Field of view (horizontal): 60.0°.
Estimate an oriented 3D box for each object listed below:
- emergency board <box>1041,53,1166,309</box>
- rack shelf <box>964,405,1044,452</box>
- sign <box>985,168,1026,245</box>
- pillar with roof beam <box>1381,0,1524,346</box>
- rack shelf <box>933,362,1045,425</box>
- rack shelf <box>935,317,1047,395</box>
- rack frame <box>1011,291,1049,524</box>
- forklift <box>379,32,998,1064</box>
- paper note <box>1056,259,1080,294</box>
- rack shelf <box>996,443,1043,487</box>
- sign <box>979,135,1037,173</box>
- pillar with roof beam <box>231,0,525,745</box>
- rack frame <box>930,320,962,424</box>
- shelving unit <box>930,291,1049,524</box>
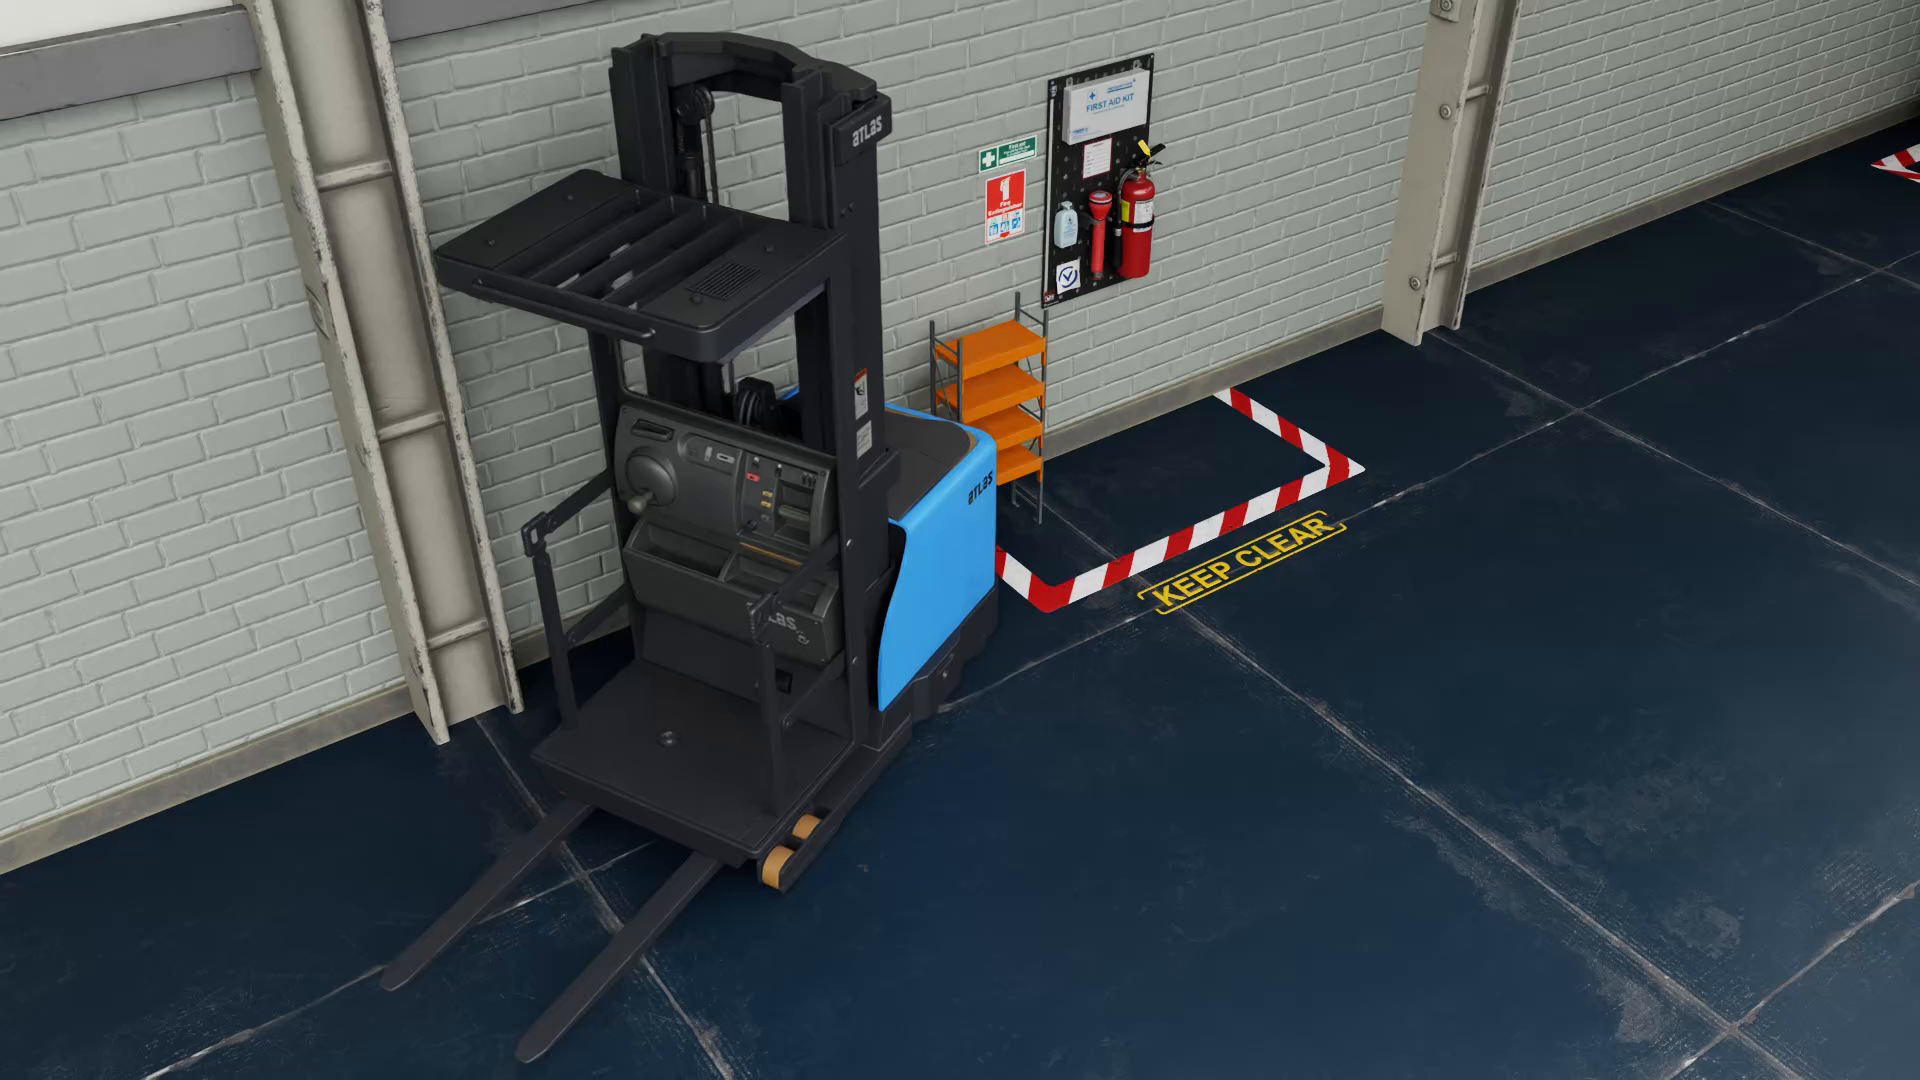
[{"bbox_3d":[0.724,-1.693,8.034,0.643,1.169,0.194,-22,41,-28],"label":"emergency board"},{"bbox_3d":[0.135,-0.488,8.016,0.480,0.148,0.258,-22,41,-28],"label":"rack shelf"},{"bbox_3d":[0.213,-1.570,7.834,0.234,0.329,0.001,-22,41,-28],"label":"sign"},{"bbox_3d":[5.246,-2.886,4.556,0.400,9.000,9.100,-22,41,-28],"label":"pillar with roof beam"},{"bbox_3d":[0.135,-0.670,7.886,0.480,0.148,0.258,-22,41,-28],"label":"rack shelf"},{"bbox_3d":[0.135,-0.862,7.748,0.480,0.148,0.258,-22,41,-28],"label":"rack shelf"},{"bbox_3d":[0.335,-0.625,8.091,0.015,1.200,0.240,-22,41,-28],"label":"rack frame"},{"bbox_3d":[-0.983,-0.153,5.953,1.130,2.935,3.031,18,39,23],"label":"forklift"},{"bbox_3d":[0.540,-1.308,8.255,0.142,0.148,0.016,-22,41,-28],"label":"paper note"},{"bbox_3d":[0.135,-0.327,8.132,0.480,0.148,0.258,-22,41,-28],"label":"rack shelf"},{"bbox_3d":[0.222,-1.783,7.675,0.331,0.109,0.001,-22,41,-28],"label":"sign"},{"bbox_3d":[0.342,-0.868,1.750,0.400,9.000,9.100,-22,41,-28],"label":"pillar with roof beam"},{"bbox_3d":[-0.064,-0.461,7.863,0.015,1.200,0.240,-22,41,-28],"label":"rack frame"},{"bbox_3d":[0.135,-0.543,7.977,0.503,1.200,0.258,-22,41,-28],"label":"shelving unit"}]
